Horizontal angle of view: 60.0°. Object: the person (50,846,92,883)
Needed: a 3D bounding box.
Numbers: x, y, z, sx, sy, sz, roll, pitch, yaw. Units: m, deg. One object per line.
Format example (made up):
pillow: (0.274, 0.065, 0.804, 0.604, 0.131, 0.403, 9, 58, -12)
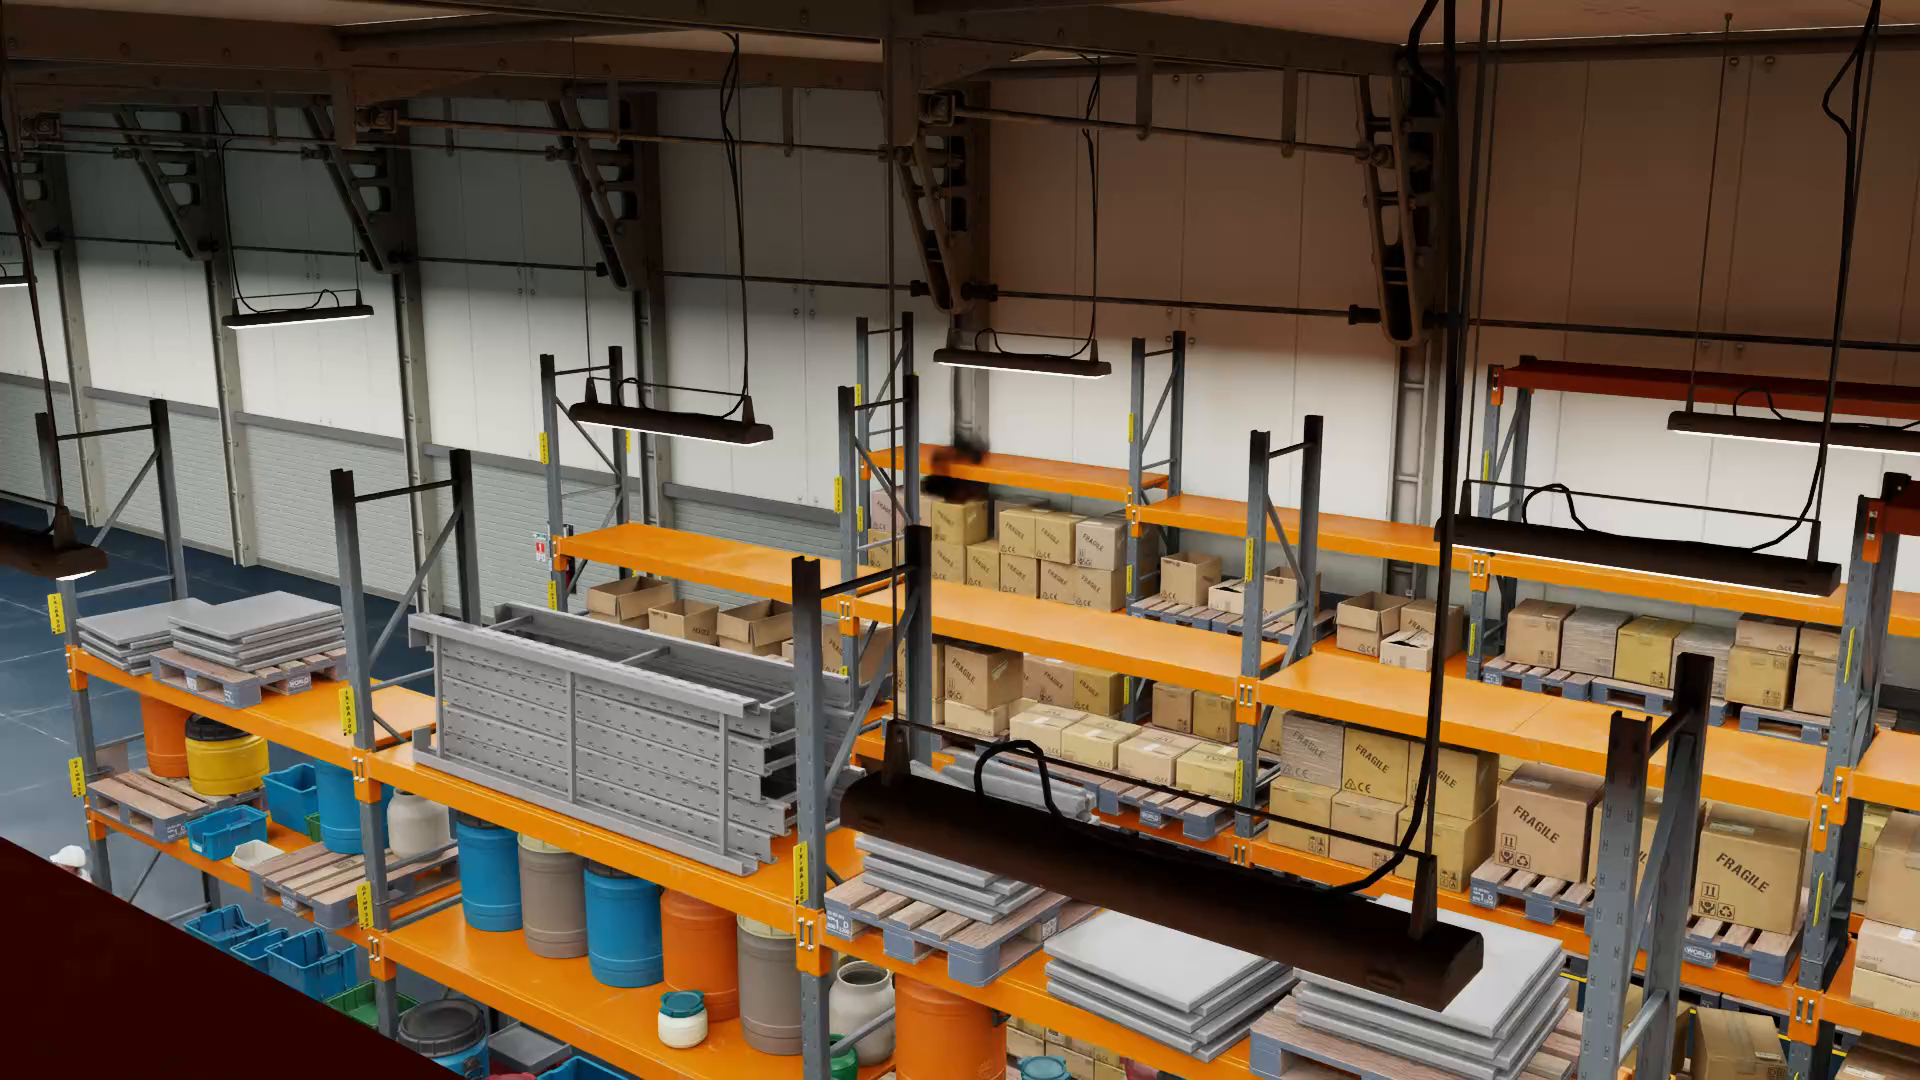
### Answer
person: (-8.229, 3.679, 15.520, 0.963, 1.764, 0.693, -5, 14, -20)
